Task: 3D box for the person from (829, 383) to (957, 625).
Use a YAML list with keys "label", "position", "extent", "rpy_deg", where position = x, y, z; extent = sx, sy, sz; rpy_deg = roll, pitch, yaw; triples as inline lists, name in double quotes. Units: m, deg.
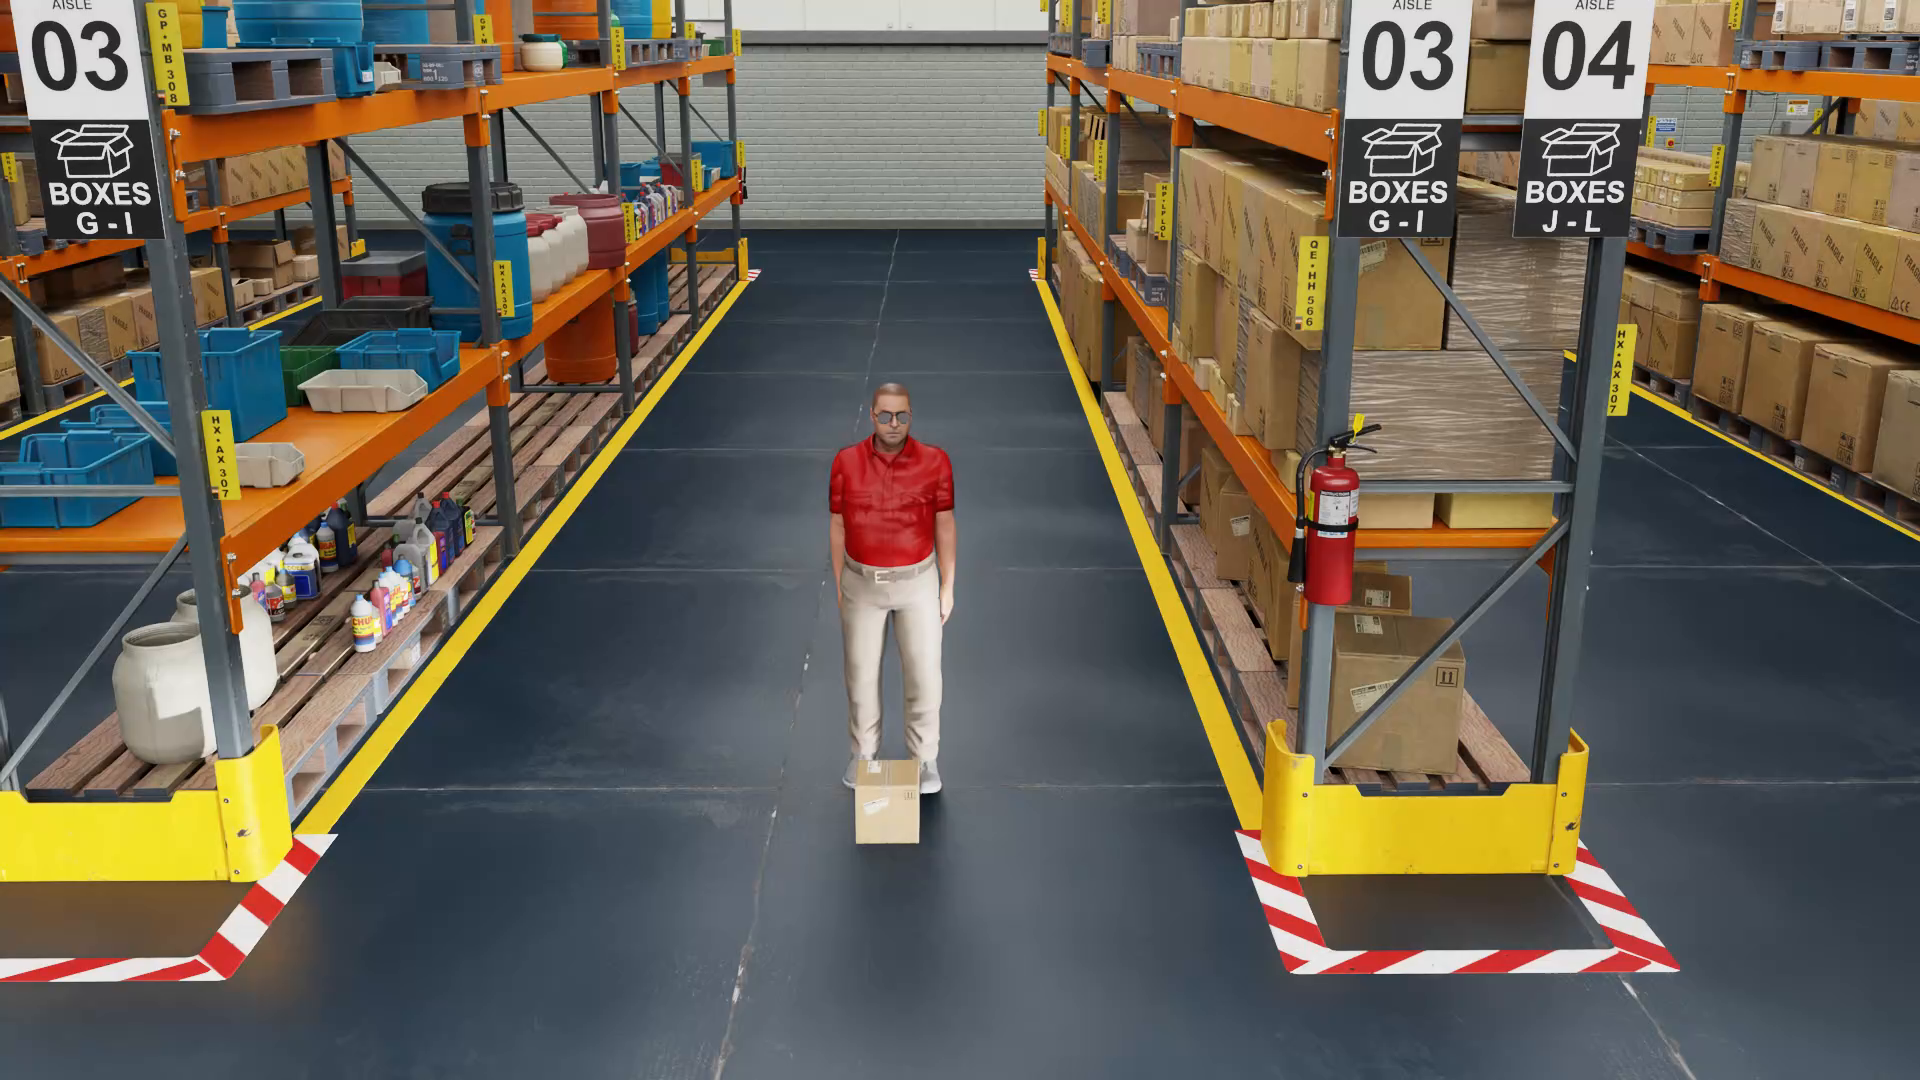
- label: "person"
  position: [-0.278, -0.127, 6.812]
  extent: [0.530, 1.028, 0.337]
  rpy_deg: [0, 17, 0]
